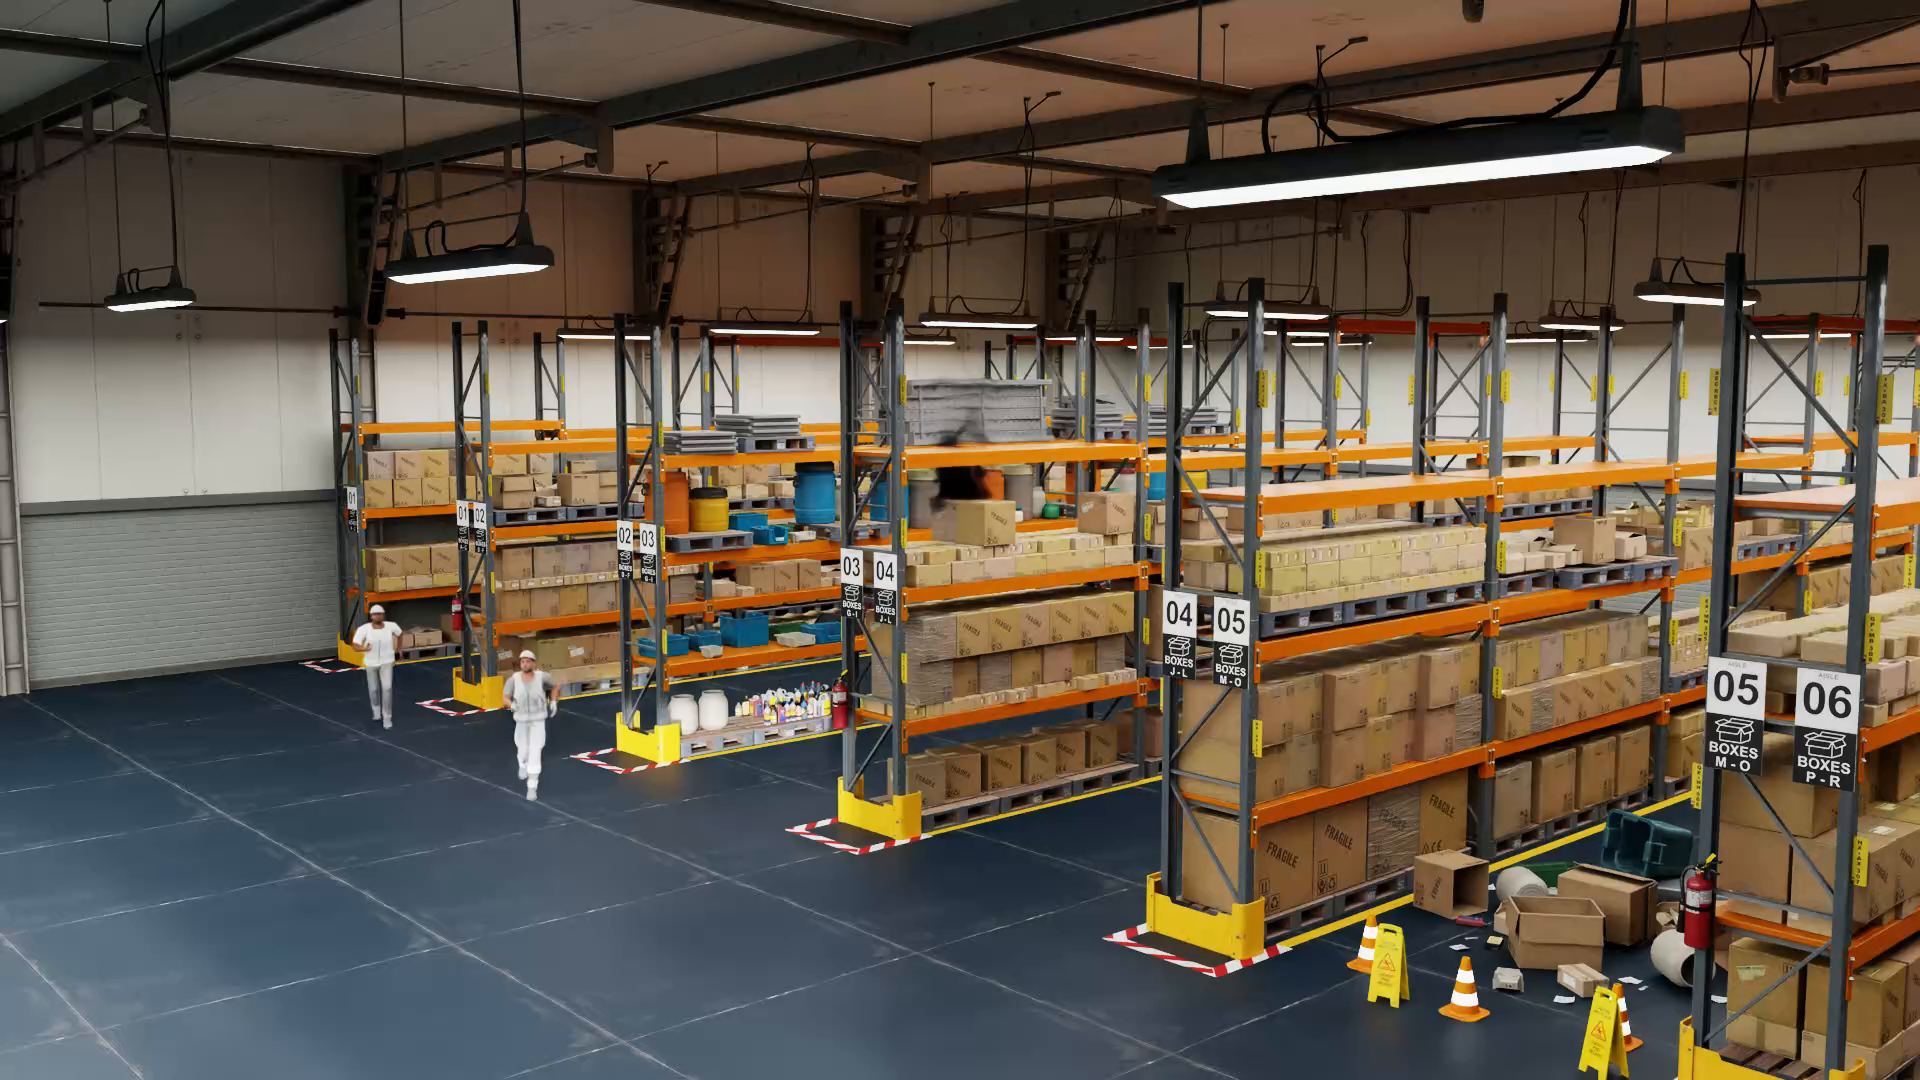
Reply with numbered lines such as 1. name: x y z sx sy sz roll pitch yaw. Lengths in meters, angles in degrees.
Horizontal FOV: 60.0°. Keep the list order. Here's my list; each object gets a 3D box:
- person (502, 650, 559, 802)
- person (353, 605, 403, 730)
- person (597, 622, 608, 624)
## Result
1. person: -5.314 2.228 20.587 0.669 1.764 0.967 -1 6 -8
2. person: -8.569 1.838 24.504 0.697 1.788 0.905 -2 6 -17
3. person: -6.335 1.400 29.452 0.969 1.655 0.574 -6 8 -44
